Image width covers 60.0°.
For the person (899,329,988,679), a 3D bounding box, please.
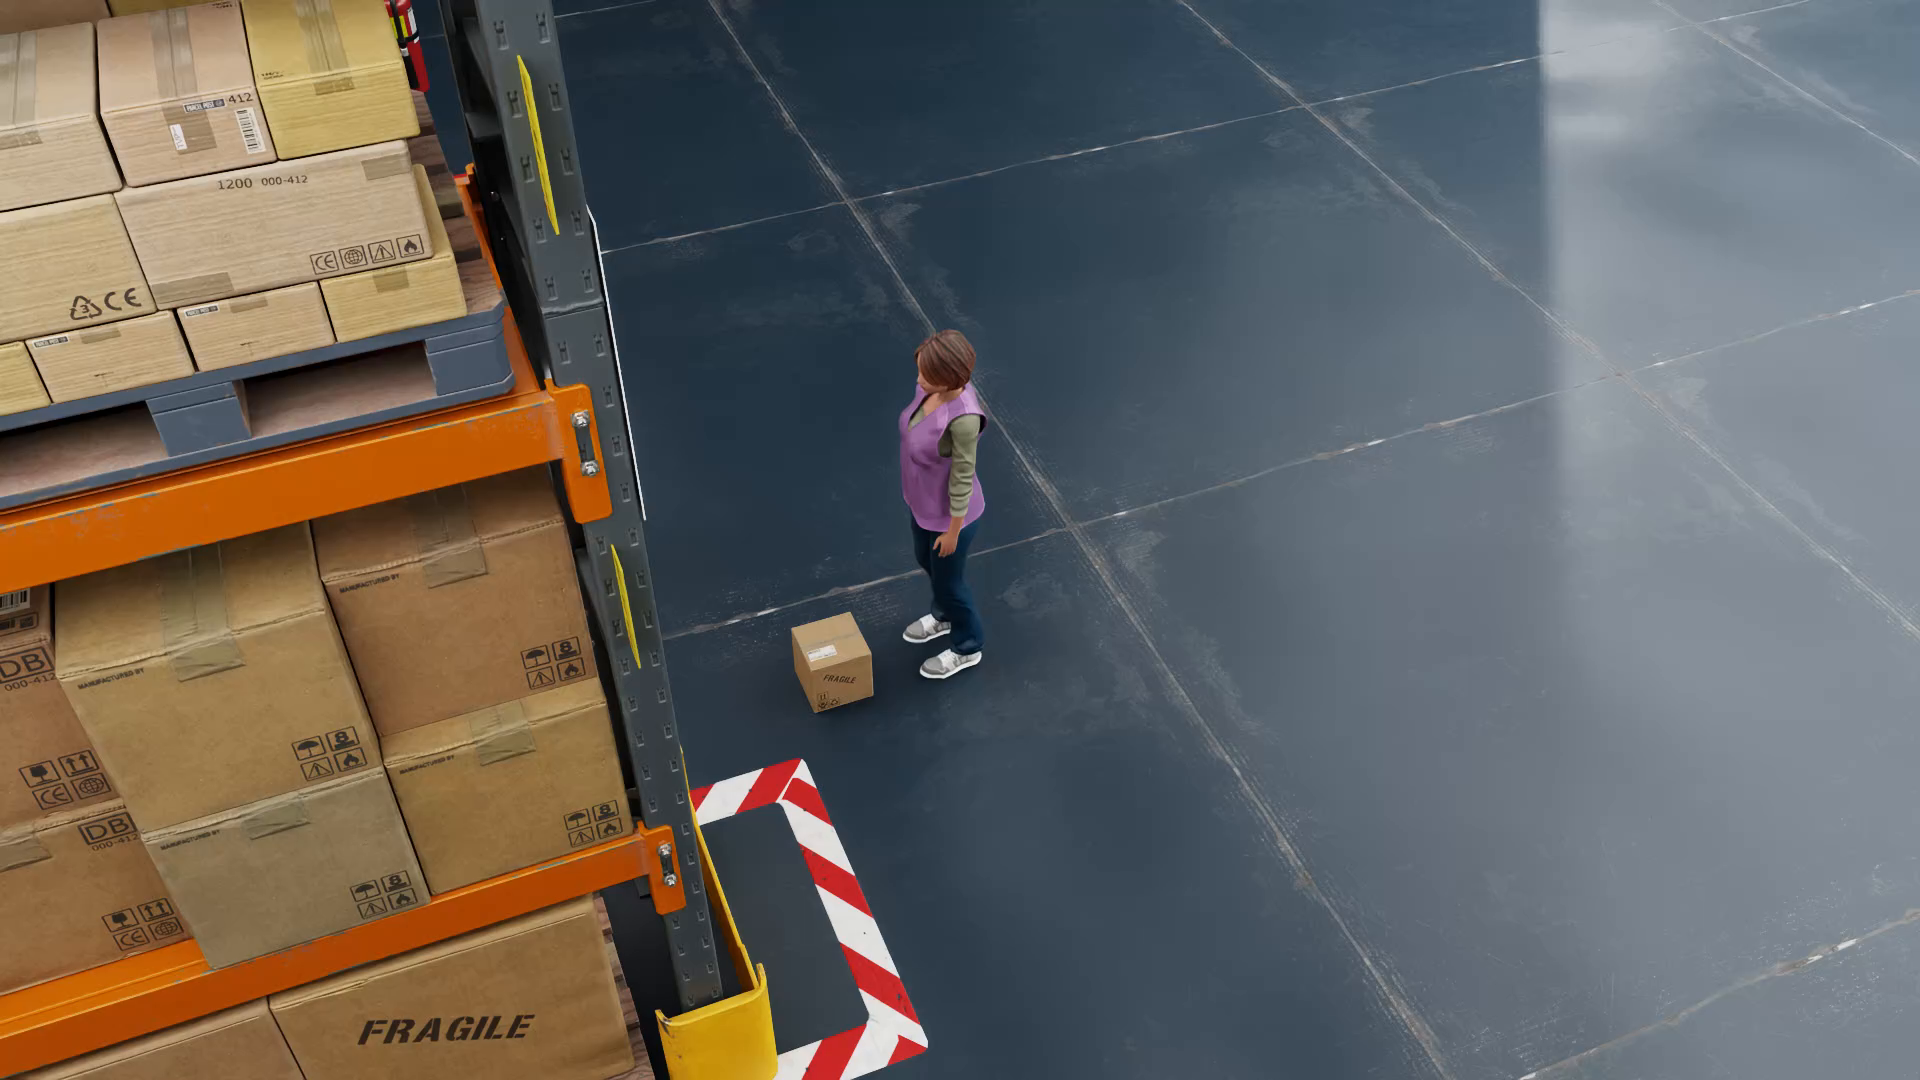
[{"bbox_3d":[-0.058,-0.121,6.306,0.310,1.597,0.406,-15,44,-16],"label":"person"}]
